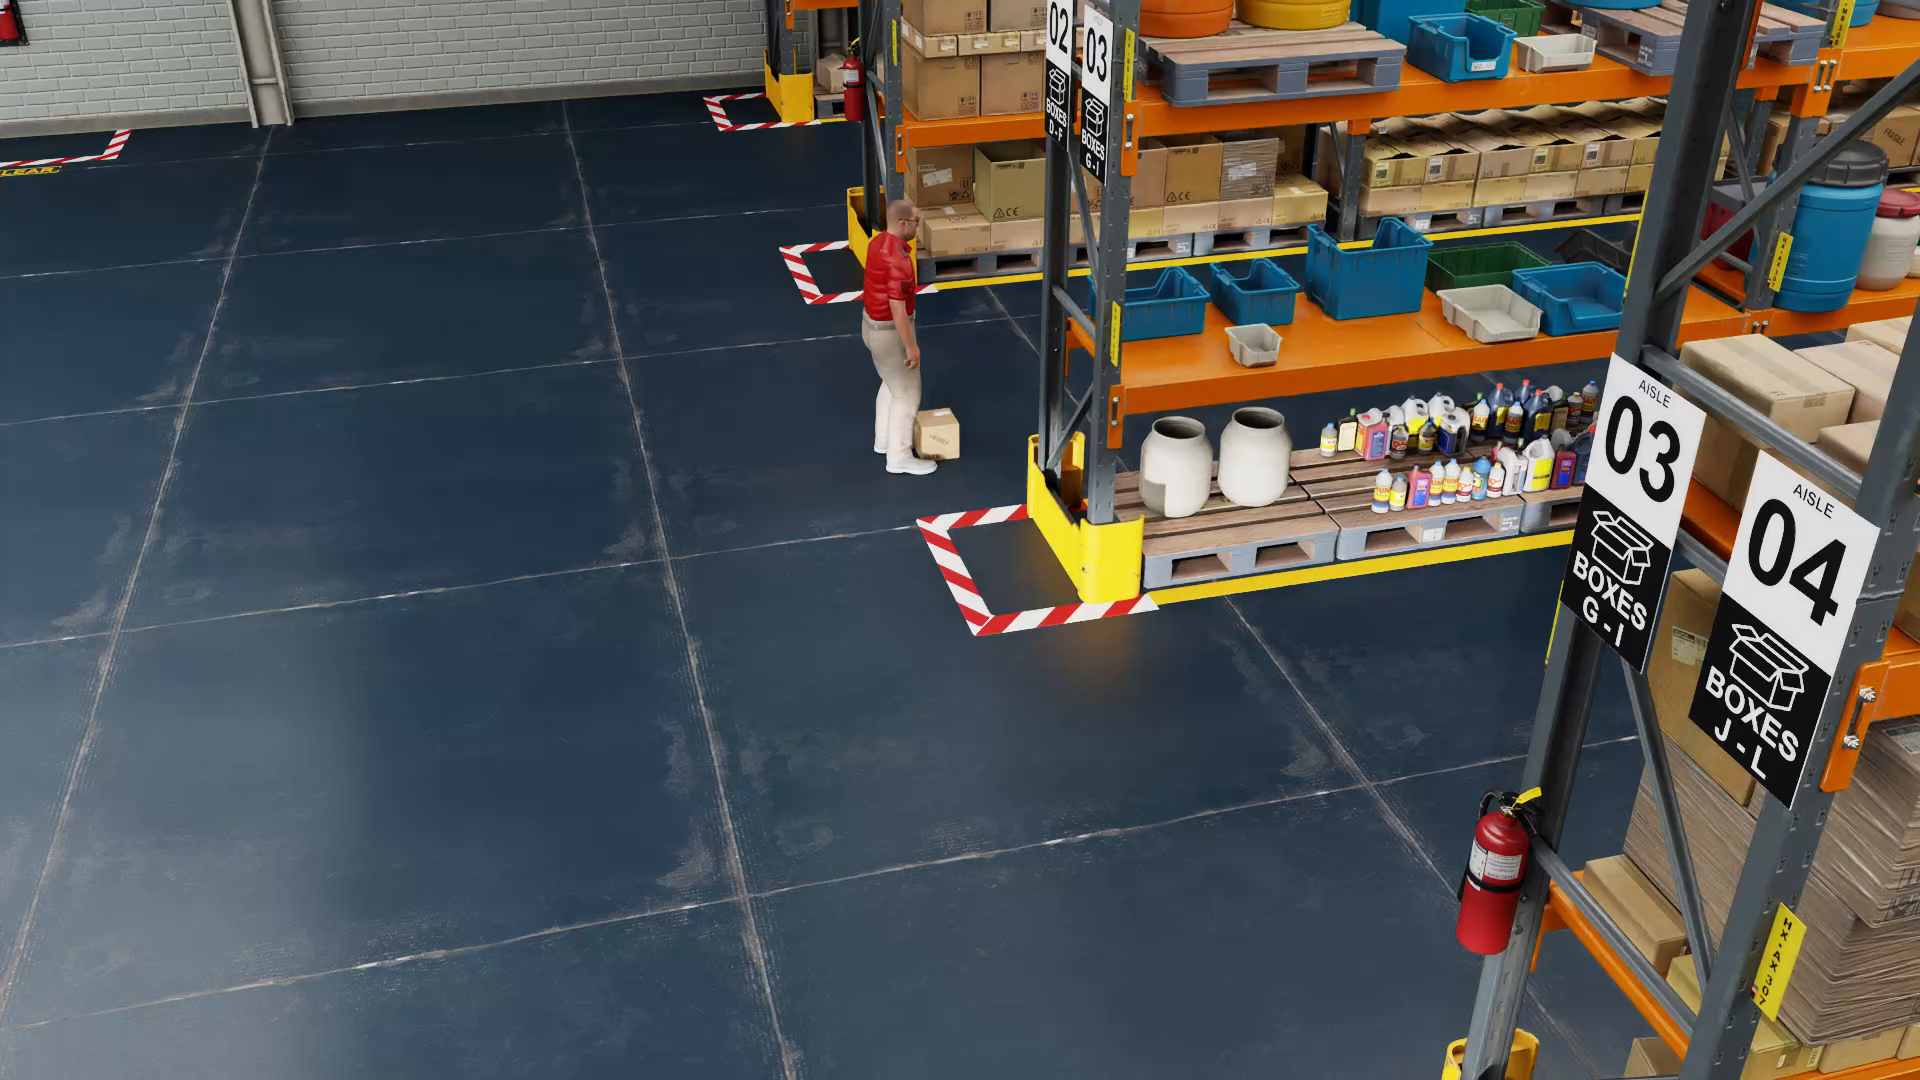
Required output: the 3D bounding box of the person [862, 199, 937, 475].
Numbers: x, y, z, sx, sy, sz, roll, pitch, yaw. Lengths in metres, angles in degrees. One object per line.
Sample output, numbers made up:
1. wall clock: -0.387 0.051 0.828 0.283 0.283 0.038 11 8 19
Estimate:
1. person: -0.403 -1.294 10.490 0.393 1.726 0.601 -10 31 -16
